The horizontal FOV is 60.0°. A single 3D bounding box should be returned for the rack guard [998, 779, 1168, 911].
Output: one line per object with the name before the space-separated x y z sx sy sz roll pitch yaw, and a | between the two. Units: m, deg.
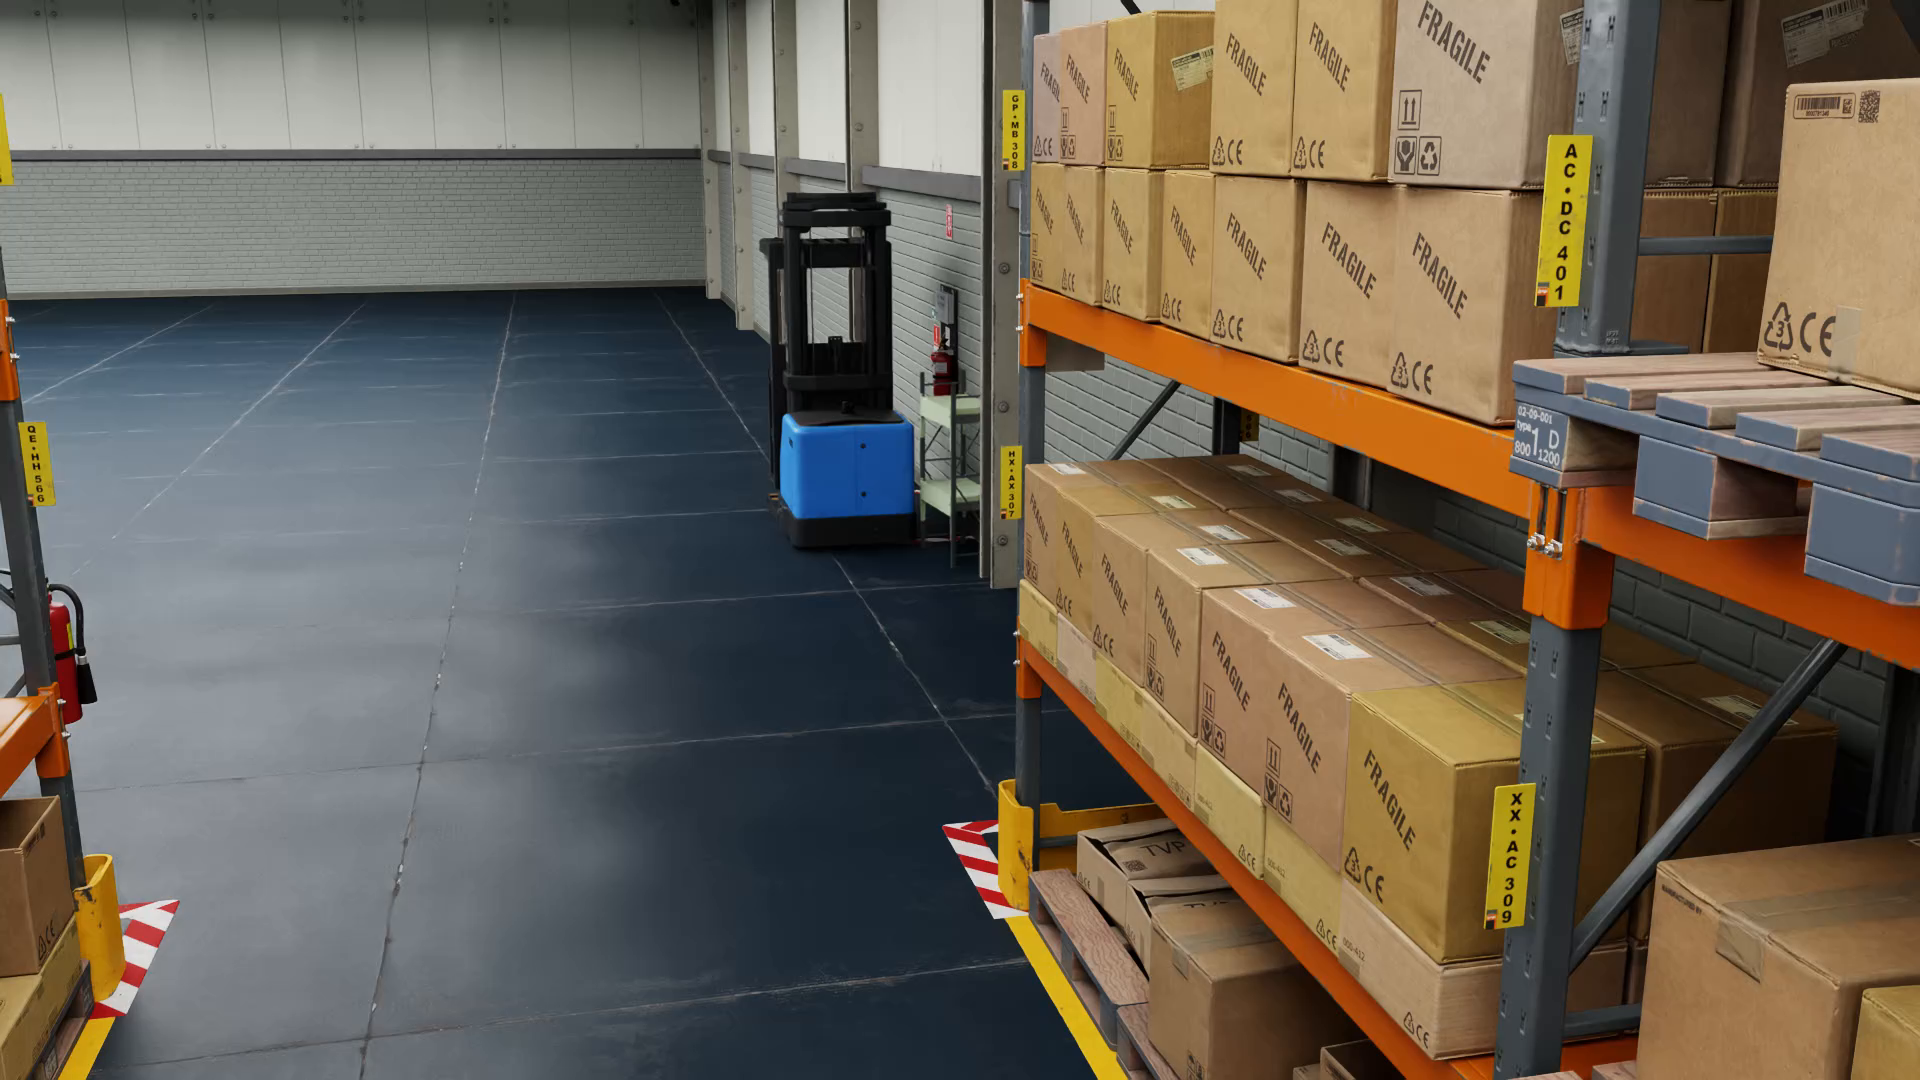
rack guard | 0.774 1.370 7.765 1.175 0.500 0.348 -3 14 -13

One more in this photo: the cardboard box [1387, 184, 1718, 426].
cardboard box | 1.336 -0.557 3.815 0.500 0.500 0.500 -3 14 -12

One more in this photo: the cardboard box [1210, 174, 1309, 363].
cardboard box | 1.063 -0.800 4.808 0.500 0.500 0.500 -4 14 -15

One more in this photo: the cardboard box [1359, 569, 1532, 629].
cardboard box | 1.559 0.405 5.142 0.500 0.500 0.500 -3 14 -12

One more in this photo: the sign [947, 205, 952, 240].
sign | -0.096 -2.838 14.839 0.001 0.298 0.199 -3 14 -13

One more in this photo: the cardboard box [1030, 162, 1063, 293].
cardboard box | 0.592 -1.286 6.797 0.500 0.500 0.500 -3 14 -12

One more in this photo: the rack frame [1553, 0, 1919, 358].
rack frame | 1.696 -1.853 3.051 1.000 3.000 0.127 -3 14 -13

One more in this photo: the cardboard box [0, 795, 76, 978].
cardboard box | -3.643 1.290 6.155 0.500 0.500 0.500 -3 14 -13

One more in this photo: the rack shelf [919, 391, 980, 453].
rack shelf | -0.012 -0.975 13.608 0.431 0.370 0.720 -5 15 -20

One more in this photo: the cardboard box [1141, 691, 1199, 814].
cardboard box | 0.928 0.686 5.575 0.500 0.250 0.500 -3 14 -13

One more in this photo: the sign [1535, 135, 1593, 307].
sign | 1.170 -0.615 3.214 0.100 0.325 0.005 -3 14 -13

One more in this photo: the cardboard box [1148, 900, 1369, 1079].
cardboard box | 1.089 1.607 5.868 0.700 0.500 0.500 -4 14 -17

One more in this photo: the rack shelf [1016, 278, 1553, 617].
rack shelf | 1.226 -0.508 5.381 1.077 0.370 4.000 -3 14 -13

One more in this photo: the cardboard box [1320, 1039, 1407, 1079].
cardboard box | 1.413 1.825 4.978 0.500 0.500 0.500 -4 14 -17

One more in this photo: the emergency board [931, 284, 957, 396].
emergency board | -0.191 -1.705 15.084 0.194 1.169 0.643 -3 14 -13

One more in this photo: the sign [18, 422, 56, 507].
sign | -3.527 -0.289 6.351 0.100 0.325 0.005 -3 14 -13

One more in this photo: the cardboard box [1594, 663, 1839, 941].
cardboard box | 1.788 0.640 4.181 0.500 0.500 0.500 -4 14 -14

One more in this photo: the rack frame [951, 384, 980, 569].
rack frame | 0.118 -0.514 13.370 0.400 1.500 0.023 -5 15 -20

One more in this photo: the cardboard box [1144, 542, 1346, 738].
cardboard box | 0.931 0.317 5.504 0.500 0.500 0.500 -3 14 -11

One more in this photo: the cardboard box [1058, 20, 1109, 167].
cardboard box | 0.679 -1.642 6.147 0.500 0.500 0.500 -3 14 -14

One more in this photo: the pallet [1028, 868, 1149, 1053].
pallet | 0.930 1.700 7.024 1.003 0.211 1.213 -3 14 -13

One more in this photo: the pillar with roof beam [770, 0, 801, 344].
pillar with roof beam | -6.651 -6.575 22.379 9.100 9.000 0.400 -3 14 -13

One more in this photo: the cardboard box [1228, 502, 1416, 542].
cardboard box | 1.308 0.170 6.105 0.500 0.500 0.500 -4 14 -15

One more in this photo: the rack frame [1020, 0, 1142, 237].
rack frame | 0.756 -2.776 6.828 1.000 3.000 0.127 -3 14 -13

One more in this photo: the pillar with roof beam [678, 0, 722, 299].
pillar with roof beam | -9.469 -9.343 33.710 9.100 9.000 0.548 -3 14 -13

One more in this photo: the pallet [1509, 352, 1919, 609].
pallet | 1.737 -0.156 2.822 1.213 0.211 1.003 -3 14 -13

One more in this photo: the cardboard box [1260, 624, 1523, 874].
cardboard box | 1.161 0.554 4.535 0.500 0.500 0.500 -3 14 -14

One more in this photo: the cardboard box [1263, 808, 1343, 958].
cardboard box | 1.181 0.917 4.629 0.500 0.250 0.500 -3 14 -13

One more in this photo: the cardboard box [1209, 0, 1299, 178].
cardboard box | 1.043 -1.286 4.691 0.500 0.500 0.500 -4 14 -15

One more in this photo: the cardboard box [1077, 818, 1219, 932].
cardboard box | 0.831 1.396 7.133 0.500 0.311 0.500 -5 15 -20

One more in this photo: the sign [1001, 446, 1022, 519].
sign | 0.229 -0.252 7.313 0.100 0.325 0.005 -3 14 -13

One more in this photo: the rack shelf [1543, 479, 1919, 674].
rack shelf | 2.165 0.415 1.604 1.077 0.370 4.000 -3 14 -13

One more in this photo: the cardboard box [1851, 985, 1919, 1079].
cardboard box | 1.906 1.048 2.681 0.700 0.500 0.500 -2 14 -7

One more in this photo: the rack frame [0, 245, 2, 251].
rack frame | -4.058 -2.499 5.694 1.000 3.000 0.127 -3 14 -13

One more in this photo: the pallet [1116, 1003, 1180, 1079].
pallet | 1.213 1.981 5.874 1.003 0.211 1.213 -3 14 -13

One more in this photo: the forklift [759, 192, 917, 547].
forklift | -1.199 -1.666 15.072 1.130 2.935 3.031 -3 14 -13

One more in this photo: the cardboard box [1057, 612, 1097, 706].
cardboard box | 0.698 0.451 6.535 0.500 0.250 0.500 -4 14 -15

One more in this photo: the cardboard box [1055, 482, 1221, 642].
cardboard box | 0.683 0.079 6.478 0.500 0.500 0.500 -3 14 -13

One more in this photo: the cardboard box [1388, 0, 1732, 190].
cardboard box | 1.314 -1.040 3.685 0.500 0.500 0.500 -5 14 -18

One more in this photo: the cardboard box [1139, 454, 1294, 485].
cardboard box | 1.073 -0.066 7.070 0.500 0.500 0.500 -3 14 -14

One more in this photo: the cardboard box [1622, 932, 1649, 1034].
cardboard box | 1.794 1.004 4.271 0.500 0.250 0.500 -3 14 -13

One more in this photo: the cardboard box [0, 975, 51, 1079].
cardboard box | -3.516 1.769 5.774 0.500 0.250 0.500 -3 14 -13

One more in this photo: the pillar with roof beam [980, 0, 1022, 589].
pillar with roof beam | -3.832 -3.807 11.048 9.100 9.000 0.400 -3 14 -13

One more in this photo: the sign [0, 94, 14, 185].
sign | -3.527 -1.460 6.065 0.100 0.325 0.005 -3 14 -13

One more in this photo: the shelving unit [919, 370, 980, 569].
shelving unit | -0.013 -0.596 13.702 0.431 1.500 0.755 -5 15 -20

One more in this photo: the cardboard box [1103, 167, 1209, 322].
cardboard box | 0.809 -1.040 5.792 0.500 0.500 0.500 -3 14 -11

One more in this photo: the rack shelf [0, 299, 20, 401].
rack shelf | -3.588 -0.231 4.247 1.077 0.370 4.000 -3 14 -13
